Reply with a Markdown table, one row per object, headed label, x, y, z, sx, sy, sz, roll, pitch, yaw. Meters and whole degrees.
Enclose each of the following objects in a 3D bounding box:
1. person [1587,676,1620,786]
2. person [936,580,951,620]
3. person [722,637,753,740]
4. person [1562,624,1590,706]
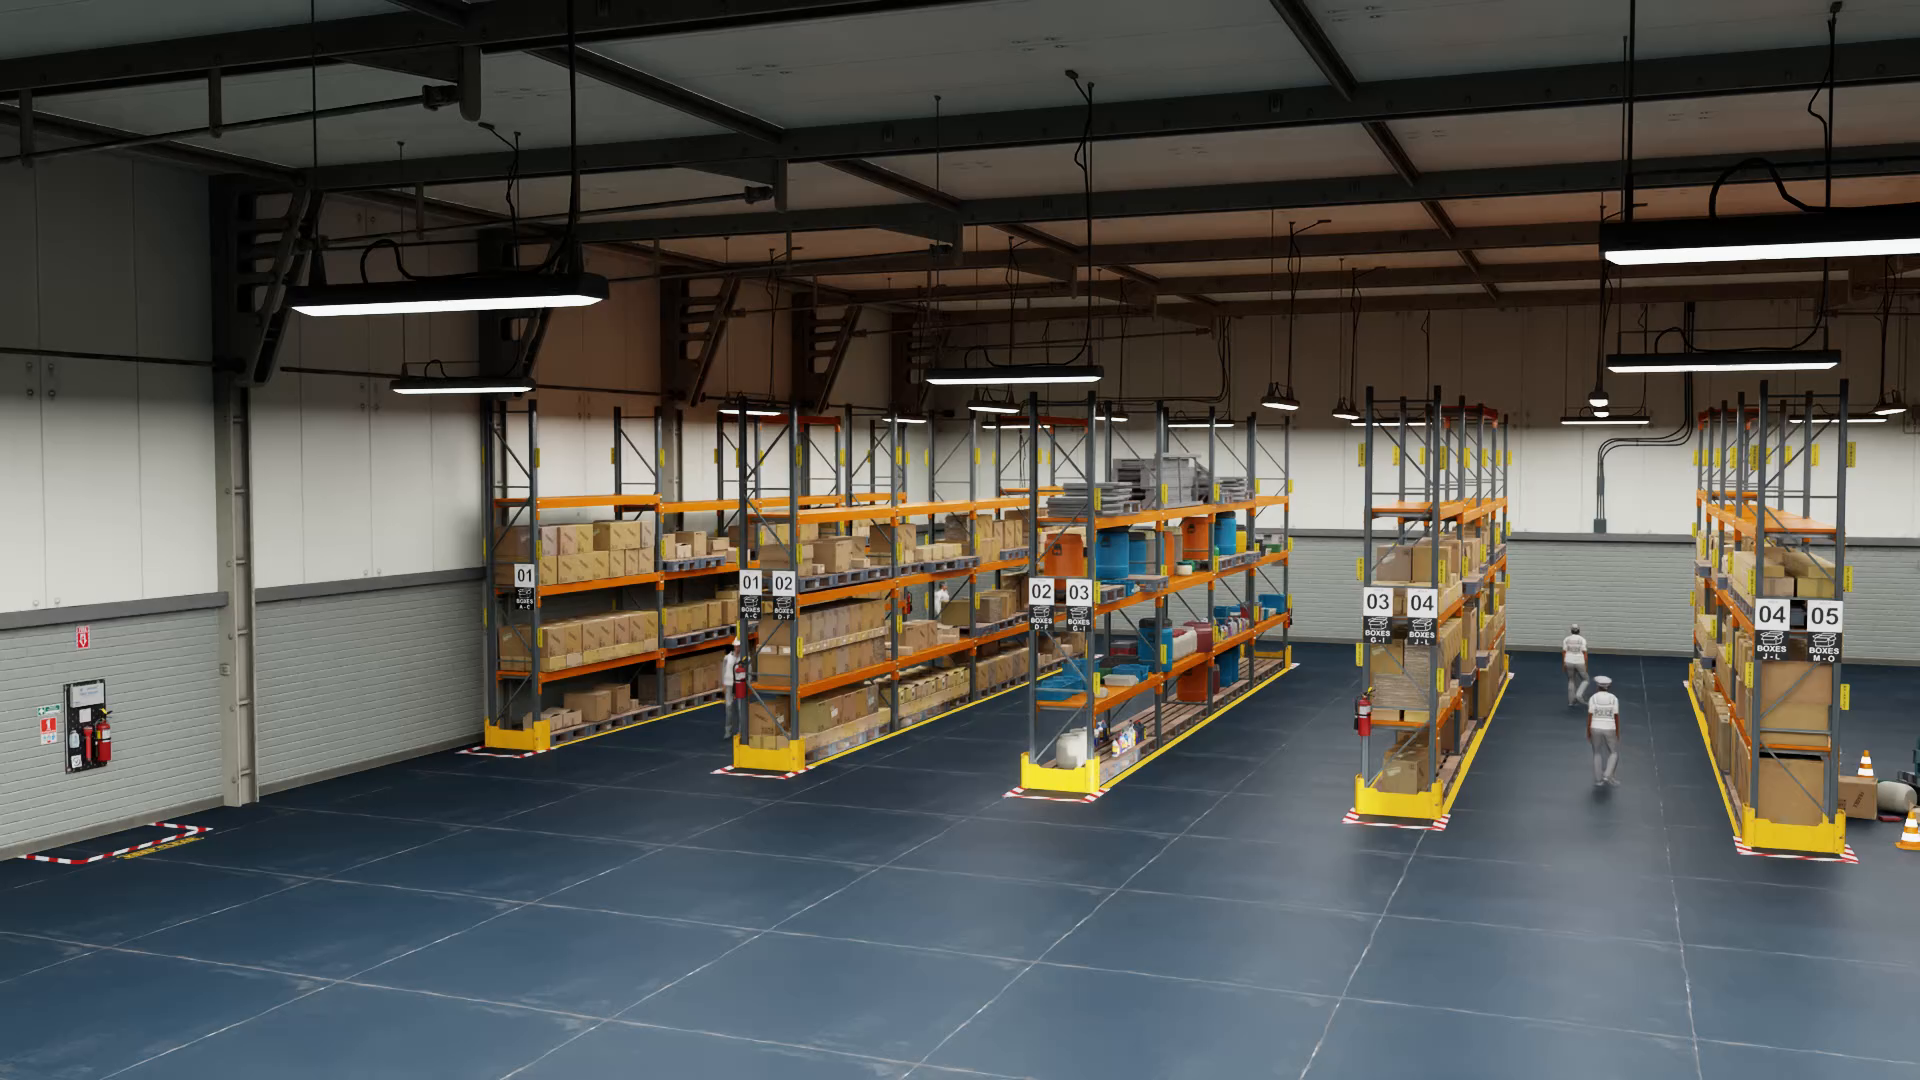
| label | x | y | z | sx | sy | sz | roll | pitch | yaw |
| --- | --- | --- | --- | --- | --- | --- | --- | --- | --- |
| person | 9.810 | 2.920 | 25.336 | 0.493 | 1.677 | 0.521 | 1 | 3 | 22 |
| person | -0.471 | 1.926 | 45.055 | 0.440 | 1.677 | 0.505 | 1 | 3 | 17 |
| person | -4.015 | 2.659 | 29.876 | 0.561 | 1.785 | 0.676 | 0 | 3 | -2 |
| person | 12.406 | 2.525 | 33.506 | 0.543 | 1.661 | 0.503 | 2 | 3 | 34 |
